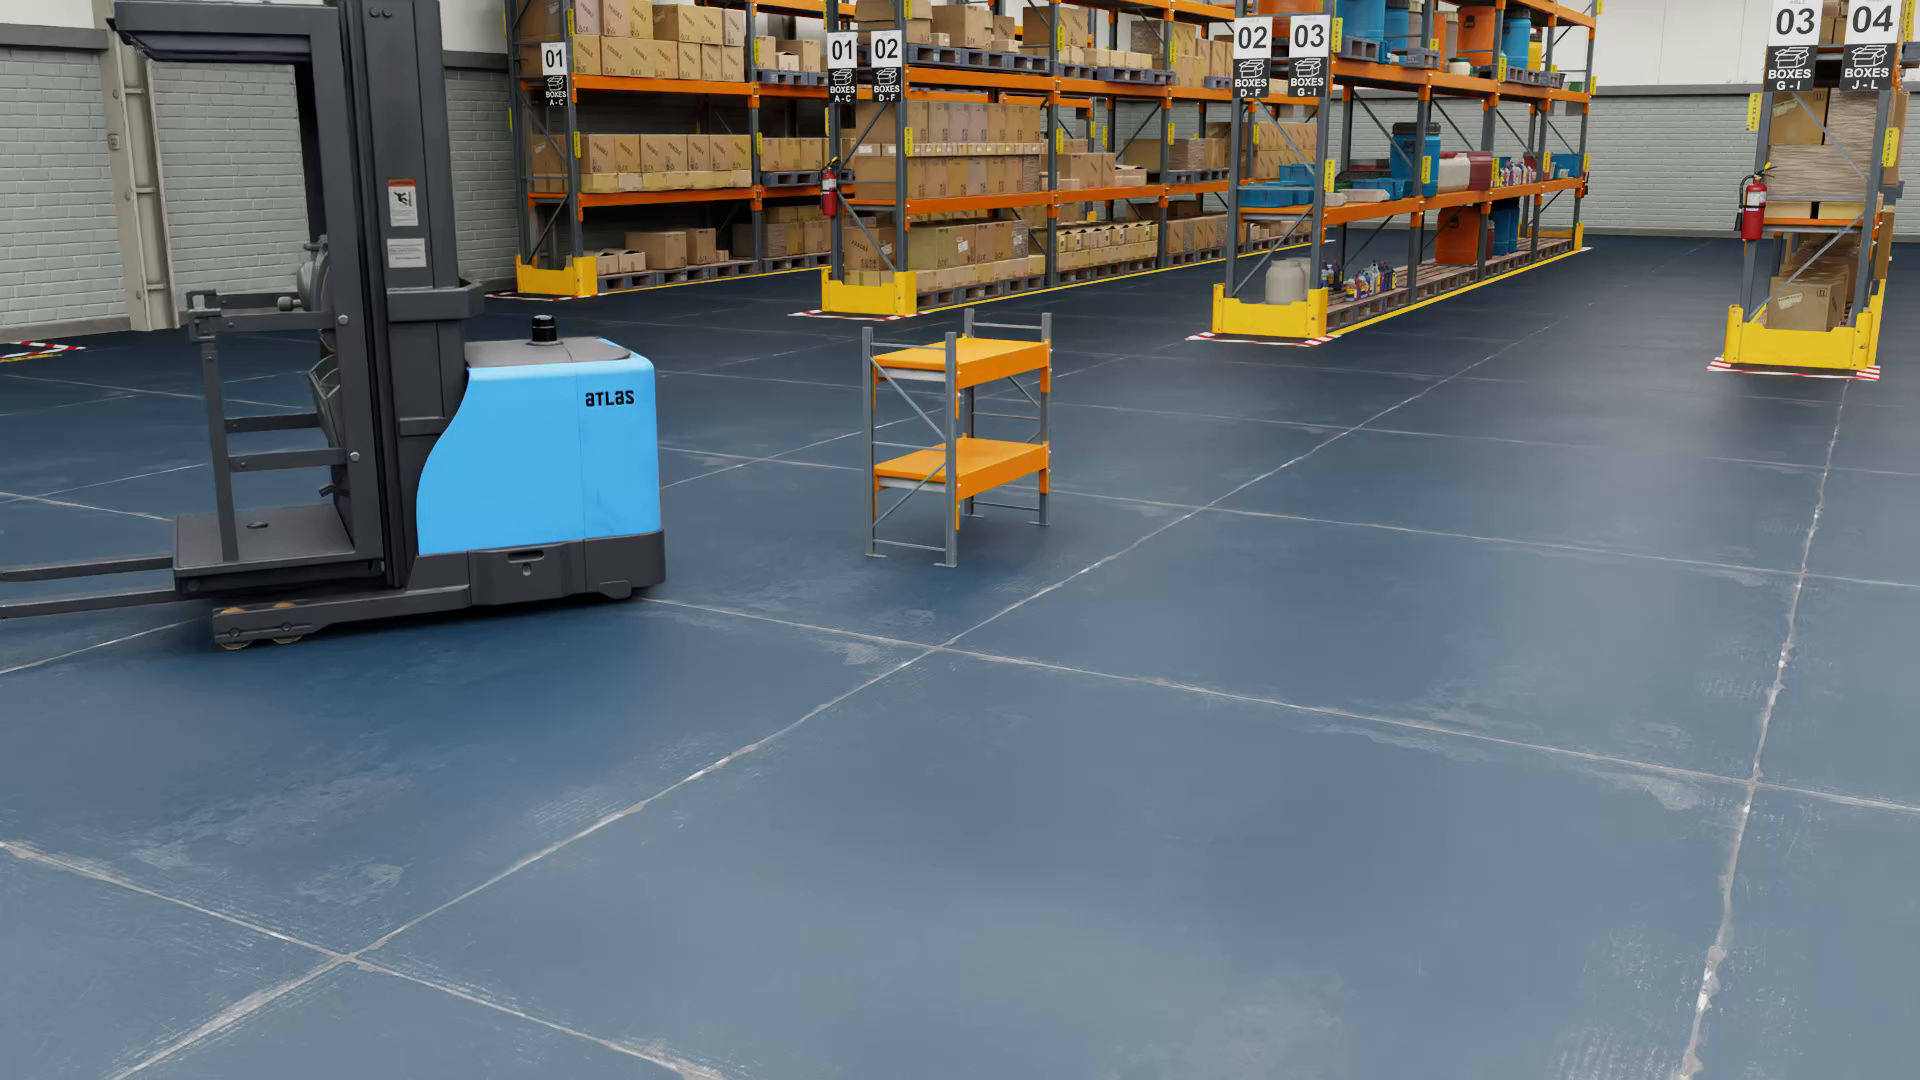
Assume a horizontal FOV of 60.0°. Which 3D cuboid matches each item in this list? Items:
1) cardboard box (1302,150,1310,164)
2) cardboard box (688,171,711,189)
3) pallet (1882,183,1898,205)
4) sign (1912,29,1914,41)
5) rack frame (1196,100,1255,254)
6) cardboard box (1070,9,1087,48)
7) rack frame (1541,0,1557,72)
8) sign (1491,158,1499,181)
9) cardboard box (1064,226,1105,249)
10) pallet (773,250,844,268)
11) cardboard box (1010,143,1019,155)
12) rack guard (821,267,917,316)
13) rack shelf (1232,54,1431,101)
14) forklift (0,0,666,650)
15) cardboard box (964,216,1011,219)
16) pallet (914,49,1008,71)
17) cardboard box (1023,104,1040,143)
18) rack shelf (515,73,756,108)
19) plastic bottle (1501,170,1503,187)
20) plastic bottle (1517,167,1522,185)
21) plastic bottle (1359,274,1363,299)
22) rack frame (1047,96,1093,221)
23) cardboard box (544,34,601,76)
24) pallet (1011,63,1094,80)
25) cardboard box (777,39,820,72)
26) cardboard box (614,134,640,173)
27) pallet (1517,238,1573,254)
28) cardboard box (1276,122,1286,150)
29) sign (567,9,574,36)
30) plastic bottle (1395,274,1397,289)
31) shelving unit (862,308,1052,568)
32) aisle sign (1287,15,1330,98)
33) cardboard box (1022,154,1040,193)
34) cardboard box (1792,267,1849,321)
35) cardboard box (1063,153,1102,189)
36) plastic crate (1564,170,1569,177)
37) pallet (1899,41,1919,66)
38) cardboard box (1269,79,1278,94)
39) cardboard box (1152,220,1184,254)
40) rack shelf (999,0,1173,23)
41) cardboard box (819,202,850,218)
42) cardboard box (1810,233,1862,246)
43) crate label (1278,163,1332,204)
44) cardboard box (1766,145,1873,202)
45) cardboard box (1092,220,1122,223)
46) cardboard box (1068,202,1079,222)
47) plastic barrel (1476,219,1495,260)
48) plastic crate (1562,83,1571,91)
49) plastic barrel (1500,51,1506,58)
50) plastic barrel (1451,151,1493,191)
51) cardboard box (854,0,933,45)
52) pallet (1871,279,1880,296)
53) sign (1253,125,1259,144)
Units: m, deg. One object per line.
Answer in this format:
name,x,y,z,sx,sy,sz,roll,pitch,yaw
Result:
cardboard box,6.436,-7.279,32.112,0.500,0.500,0.500,8,15,29
cardboard box,-3.918,-5.157,23.803,0.500,0.250,0.500,7,15,28
pallet,10.028,-3.922,18.810,1.003,0.211,1.213,7,15,28
sign,13.878,-7.319,24.318,0.100,0.325,0.005,7,15,28
rack frame,4.728,-6.639,29.672,1.000,3.000,0.127,7,15,28
cardboard box,1.449,-7.193,23.395,0.500,0.500,0.500,9,16,33
rack frame,9.063,-8.994,26.638,1.000,3.000,0.127,7,15,28
sign,7.614,-5.275,23.666,0.100,0.325,0.005,7,15,28
cardboard box,1.775,-4.403,24.171,0.500,0.311,0.500,7,15,26
pallet,-2.513,-4.614,27.221,1.003,0.211,1.213,7,15,28
cardboard box,0.545,-5.123,21.787,0.380,0.149,0.250,7,15,28
rack guard,-1.084,-2.957,19.733,1.175,0.500,0.348,7,15,28
rack shelf,4.229,-5.134,18.564,1.077,0.370,4.000,7,15,28
forklift,-2.882,-1.124,6.941,3.031,2.935,1.130,-6,15,-24
cardboard box,0.363,-4.170,22.802,0.500,0.500,0.500,7,15,28
pallet,-0.119,-5.986,20.751,1.003,0.211,1.213,7,15,28
cardboard box,0.652,-5.585,22.320,0.700,0.500,0.500,7,15,28
rack shelf,-4.444,-6.257,23.220,1.077,0.370,4.000,7,15,28
plastic bottle,8.101,-5.436,24.958,0.097,0.271,0.097,0,14,0
plastic bottle,8.735,-5.721,26.128,0.152,0.276,0.135,7,15,28
plastic bottle,4.577,-2.910,19.086,0.097,0.271,0.097,0,14,0
rack frame,2.324,-8.020,35.401,1.000,3.000,0.127,7,15,28
cardboard box,-5.030,-6.295,21.587,0.500,0.500,0.500,8,16,30
pallet,1.276,-6.546,23.292,0.805,0.209,1.217,7,15,26
cardboard box,-2.547,-7.625,26.254,0.500,0.500,0.500,7,15,26
cardboard box,-4.669,-5.203,22.393,0.500,0.500,0.500,7,15,28
pallet,10.564,-5.377,30.389,1.003,0.211,1.213,7,15,28
cardboard box,5.700,-7.450,30.689,0.500,0.500,0.500,7,15,26
sign,-4.936,-6.559,21.076,0.100,0.325,0.005,7,15,28
plastic bottle,5.293,-3.180,20.354,0.097,0.201,0.097,0,14,0
shelving unit,0.003,-0.548,8.407,0.538,1.125,1.048,7,15,28
aisle sign,3.483,-4.831,16.626,0.394,0.787,0.004,7,15,28
cardboard box,0.652,-4.955,22.472,0.700,0.500,0.500,7,15,27
cardboard box,8.801,-2.532,17.071,0.500,0.500,0.500,6,15,23
cardboard box,1.743,-5.413,24.373,0.500,0.500,0.500,7,15,28
plastic crate,10.761,-6.611,29.990,0.396,0.136,0.243,7,15,28
pallet,9.923,-5.356,18.351,1.213,0.211,1.003,7,15,28
cardboard box,5.425,-8.198,30.059,0.500,0.250,0.500,7,15,28
cardboard box,3.265,-4.878,26.763,0.500,0.500,0.500,8,16,30
rack shelf,1.828,-7.780,23.994,1.077,0.370,4.000,7,15,28
cardboard box,-2.176,-5.479,27.654,0.500,0.250,0.500,8,16,29
cardboard box,10.920,-3.808,20.723,0.500,0.250,0.500,9,16,34
crate label,3.915,-4.041,18.818,0.502,0.435,0.616,7,15,28
cardboard box,7.887,-3.357,15.210,0.875,0.500,0.500,7,15,28
cardboard box,2.285,-4.884,26.168,0.500,0.311,0.500,8,16,30
cardboard box,2.073,-6.854,35.002,0.700,0.500,0.500,7,15,28
plastic barrel,7.897,-4.622,25.556,0.600,0.588,0.708,7,15,28
plastic crate,10.215,-7.776,28.550,0.437,0.136,0.530,7,15,28
plastic barrel,7.843,-7.035,24.348,0.294,0.245,0.294,0,14,0
plastic barrel,7.170,-5.193,23.384,0.600,0.536,0.708,7,15,28
cardboard box,-0.791,-6.075,19.518,0.797,0.503,0.637,9,16,32
pallet,11.912,-3.493,22.572,1.003,0.211,1.213,7,15,28
sign,5.216,-7.140,29.279,0.100,0.325,0.005,7,15,28
